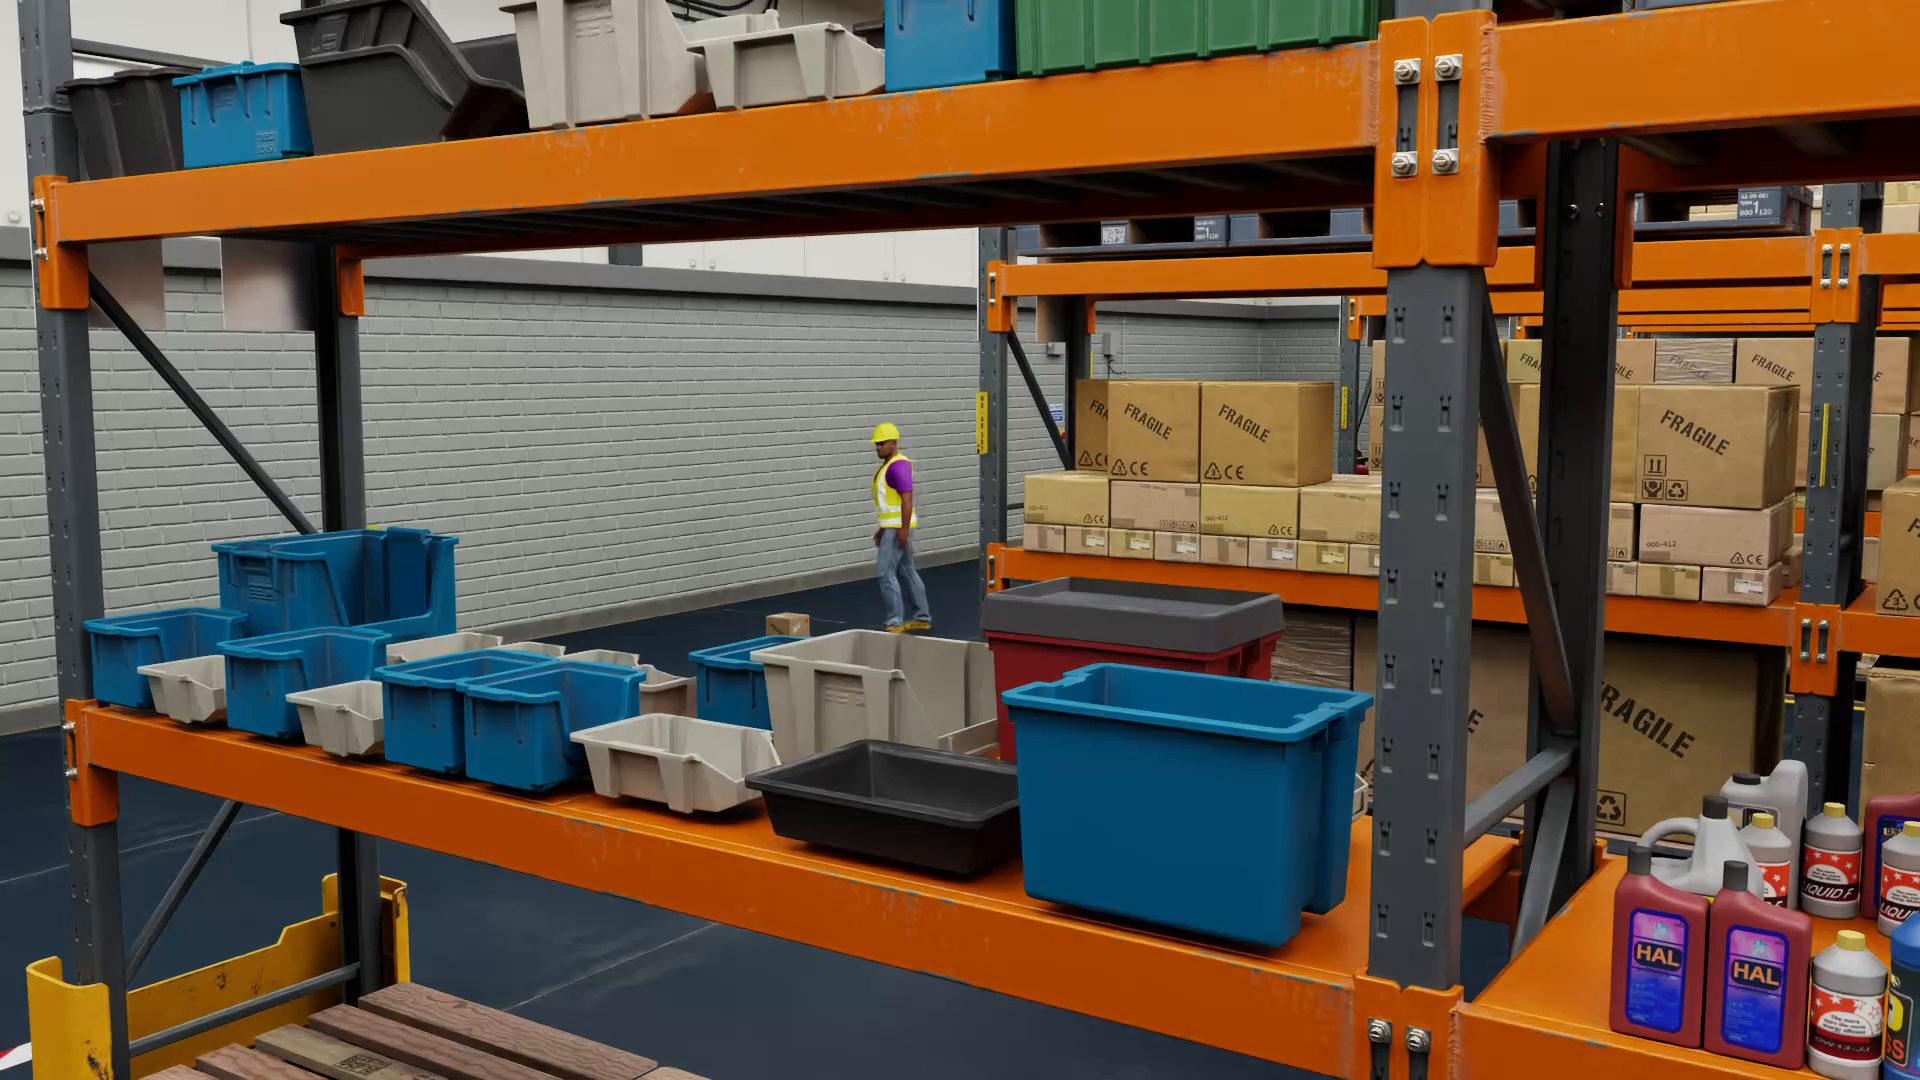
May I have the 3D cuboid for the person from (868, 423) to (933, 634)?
[{"bbox_3d":[-0.497,-0.072,13.897,0.537,1.805,0.595,-1,6,-7],"label":"person"}]
